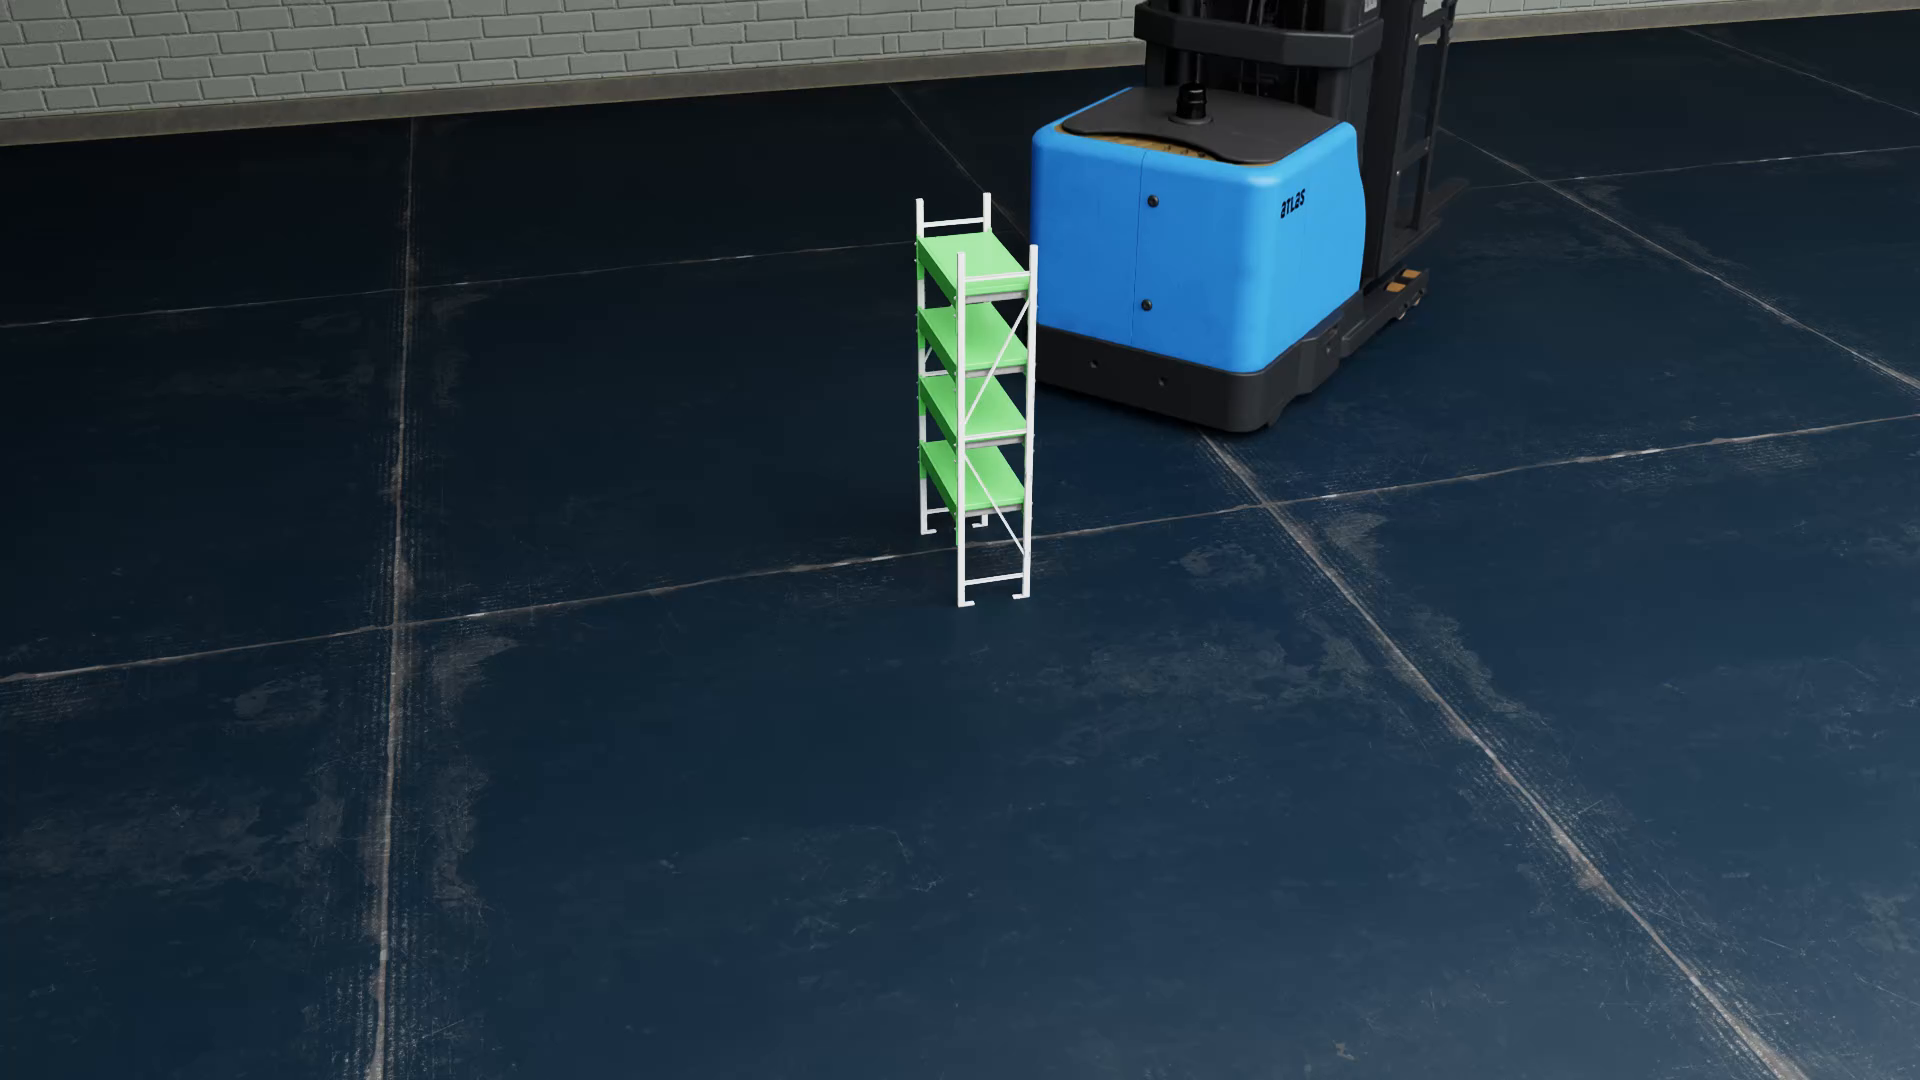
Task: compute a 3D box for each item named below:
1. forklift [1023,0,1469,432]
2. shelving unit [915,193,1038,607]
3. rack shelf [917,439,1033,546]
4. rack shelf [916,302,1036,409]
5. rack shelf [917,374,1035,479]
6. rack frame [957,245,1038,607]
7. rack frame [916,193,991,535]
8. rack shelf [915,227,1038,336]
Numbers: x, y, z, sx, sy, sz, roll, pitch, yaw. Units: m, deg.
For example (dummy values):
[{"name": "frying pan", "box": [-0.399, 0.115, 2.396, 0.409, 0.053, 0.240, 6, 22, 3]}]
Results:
[{"name": "forklift", "box": [1.484, -2.372, 6.922, 1.130, 2.935, 3.031, 18, 35, 28]}, {"name": "shelving unit", "box": [0.044, -0.439, 5.311, 0.258, 1.200, 0.503, -8, 31, -13]}, {"name": "rack shelf", "box": [0.044, -0.176, 5.464, 0.258, 0.148, 0.480, -8, 31, -13]}, {"name": "rack shelf", "box": [0.044, -0.592, 5.223, 0.258, 0.148, 0.480, -8, 31, -13]}, {"name": "rack shelf", "box": [0.044, -0.384, 5.343, 0.258, 0.148, 0.480, -8, 31, -13]}, {"name": "rack frame", "box": [0.109, -0.321, 5.108, 0.240, 1.200, 0.015, -8, 31, -13]}, {"name": "rack frame", "box": [-0.021, -0.557, 5.515, 0.240, 1.200, 0.015, -8, 31, -13]}, {"name": "rack shelf", "box": [0.044, -0.799, 5.103, 0.258, 0.148, 0.480, -8, 31, -13]}]
